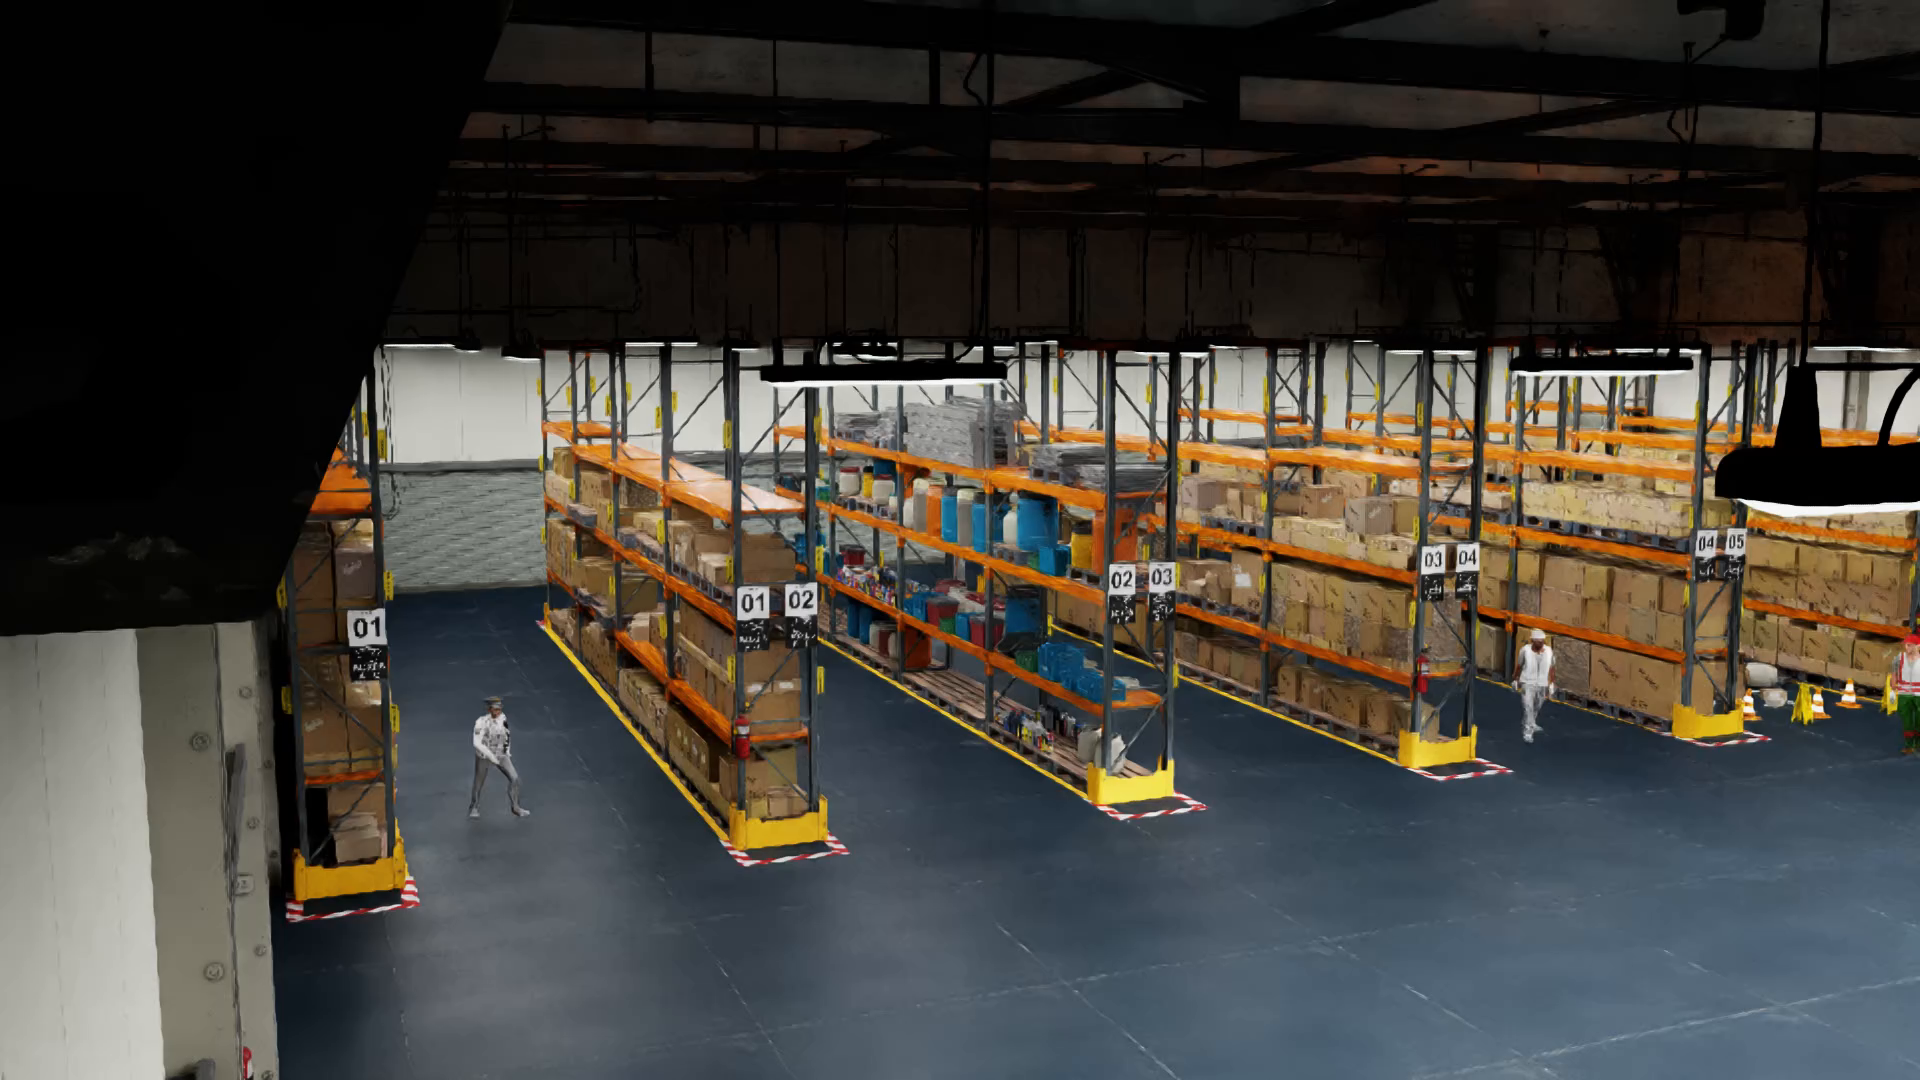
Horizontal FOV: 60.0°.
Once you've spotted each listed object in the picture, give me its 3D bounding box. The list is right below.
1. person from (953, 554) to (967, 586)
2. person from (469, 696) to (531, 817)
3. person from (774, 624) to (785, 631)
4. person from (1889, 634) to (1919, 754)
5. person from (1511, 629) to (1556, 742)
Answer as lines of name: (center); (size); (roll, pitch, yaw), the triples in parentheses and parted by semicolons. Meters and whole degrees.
person: (-0.069, 0.610, 37.544); (0.575, 1.664, 0.576); (0, 7, 1)
person: (-5.984, 2.763, 21.311); (0.638, 1.615, 0.774); (-7, 10, -42)
person: (-2.913, 1.974, 26.581); (0.625, 1.794, 0.468); (7, 10, 43)
person: (13.999, 2.236, 24.433); (0.602, 1.724, 0.363); (5, 9, 34)
person: (8.764, 2.189, 25.377); (0.608, 1.736, 0.984); (0, 7, 0)
